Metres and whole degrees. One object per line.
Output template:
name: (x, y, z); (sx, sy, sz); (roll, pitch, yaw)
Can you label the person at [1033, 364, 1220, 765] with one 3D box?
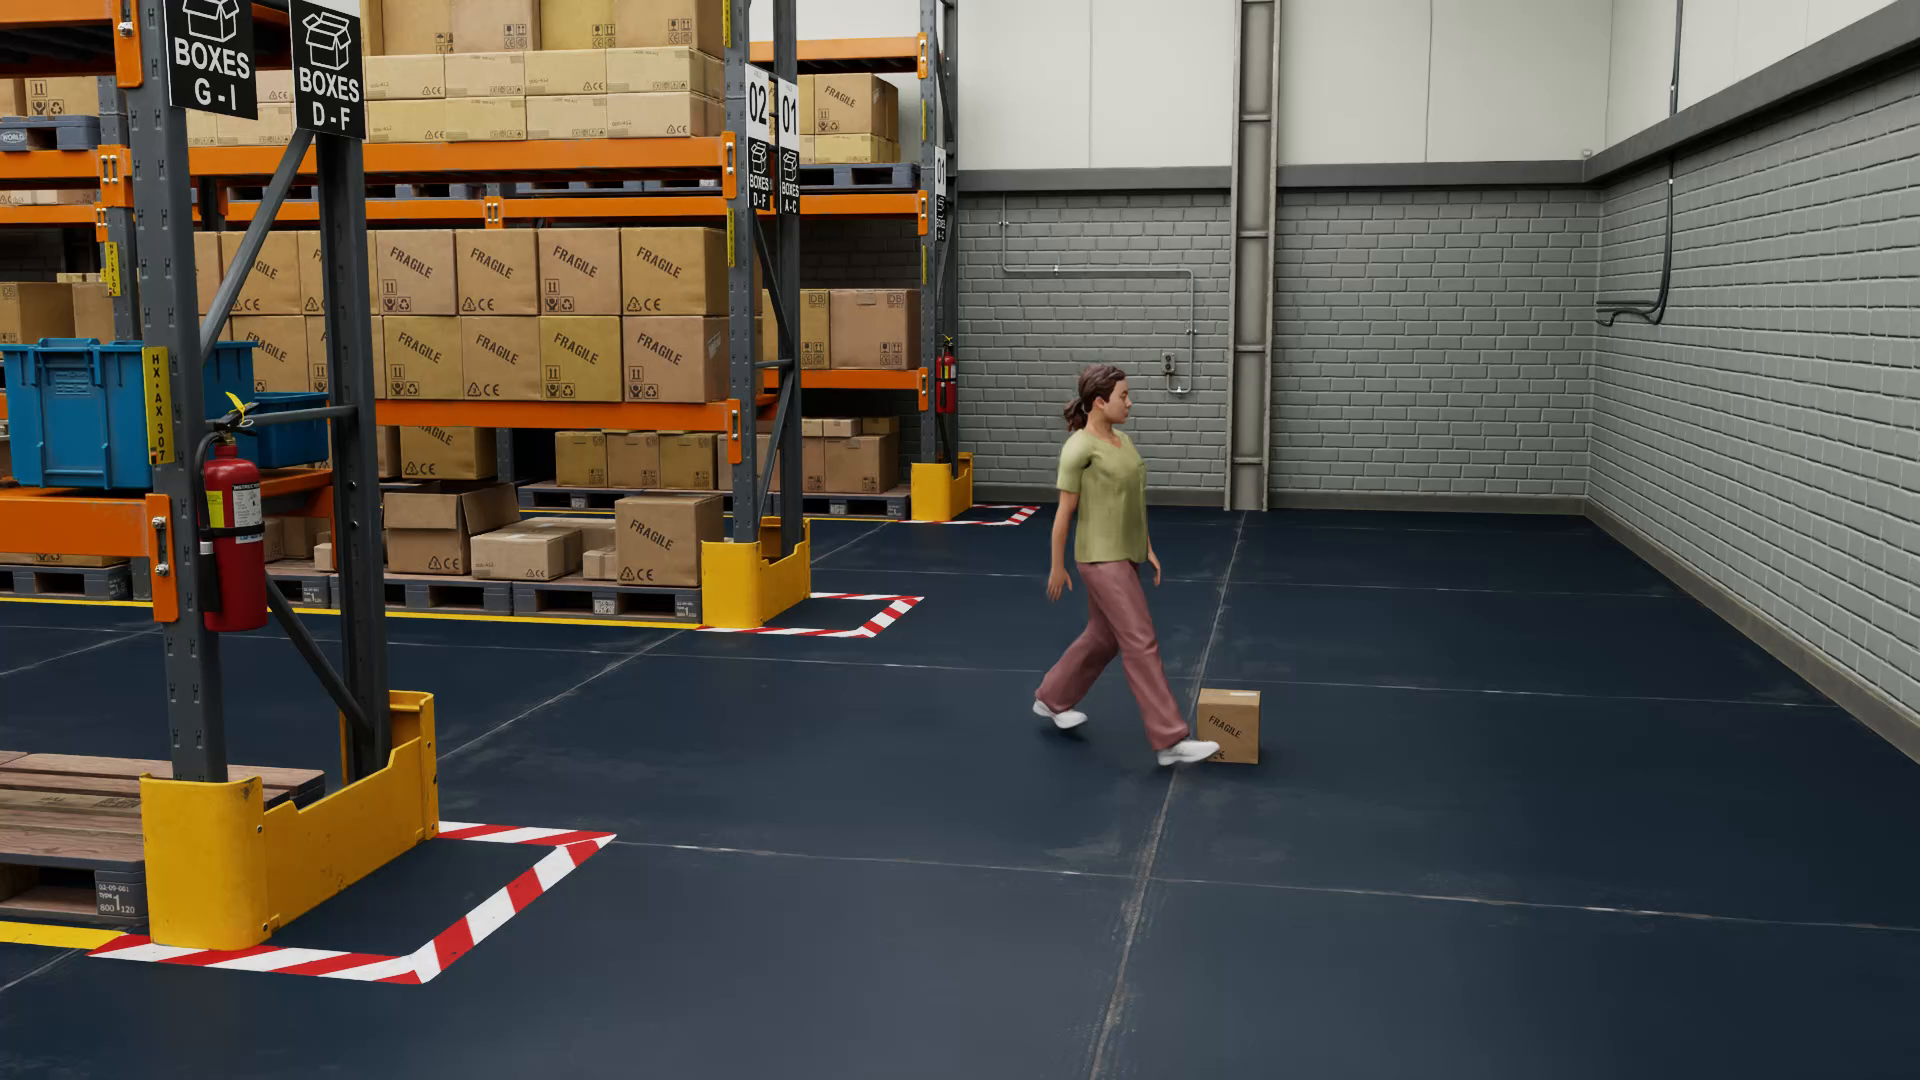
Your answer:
person: (0.684, 0.079, 6.904); (1.041, 1.610, 0.461); (6, 10, 35)
